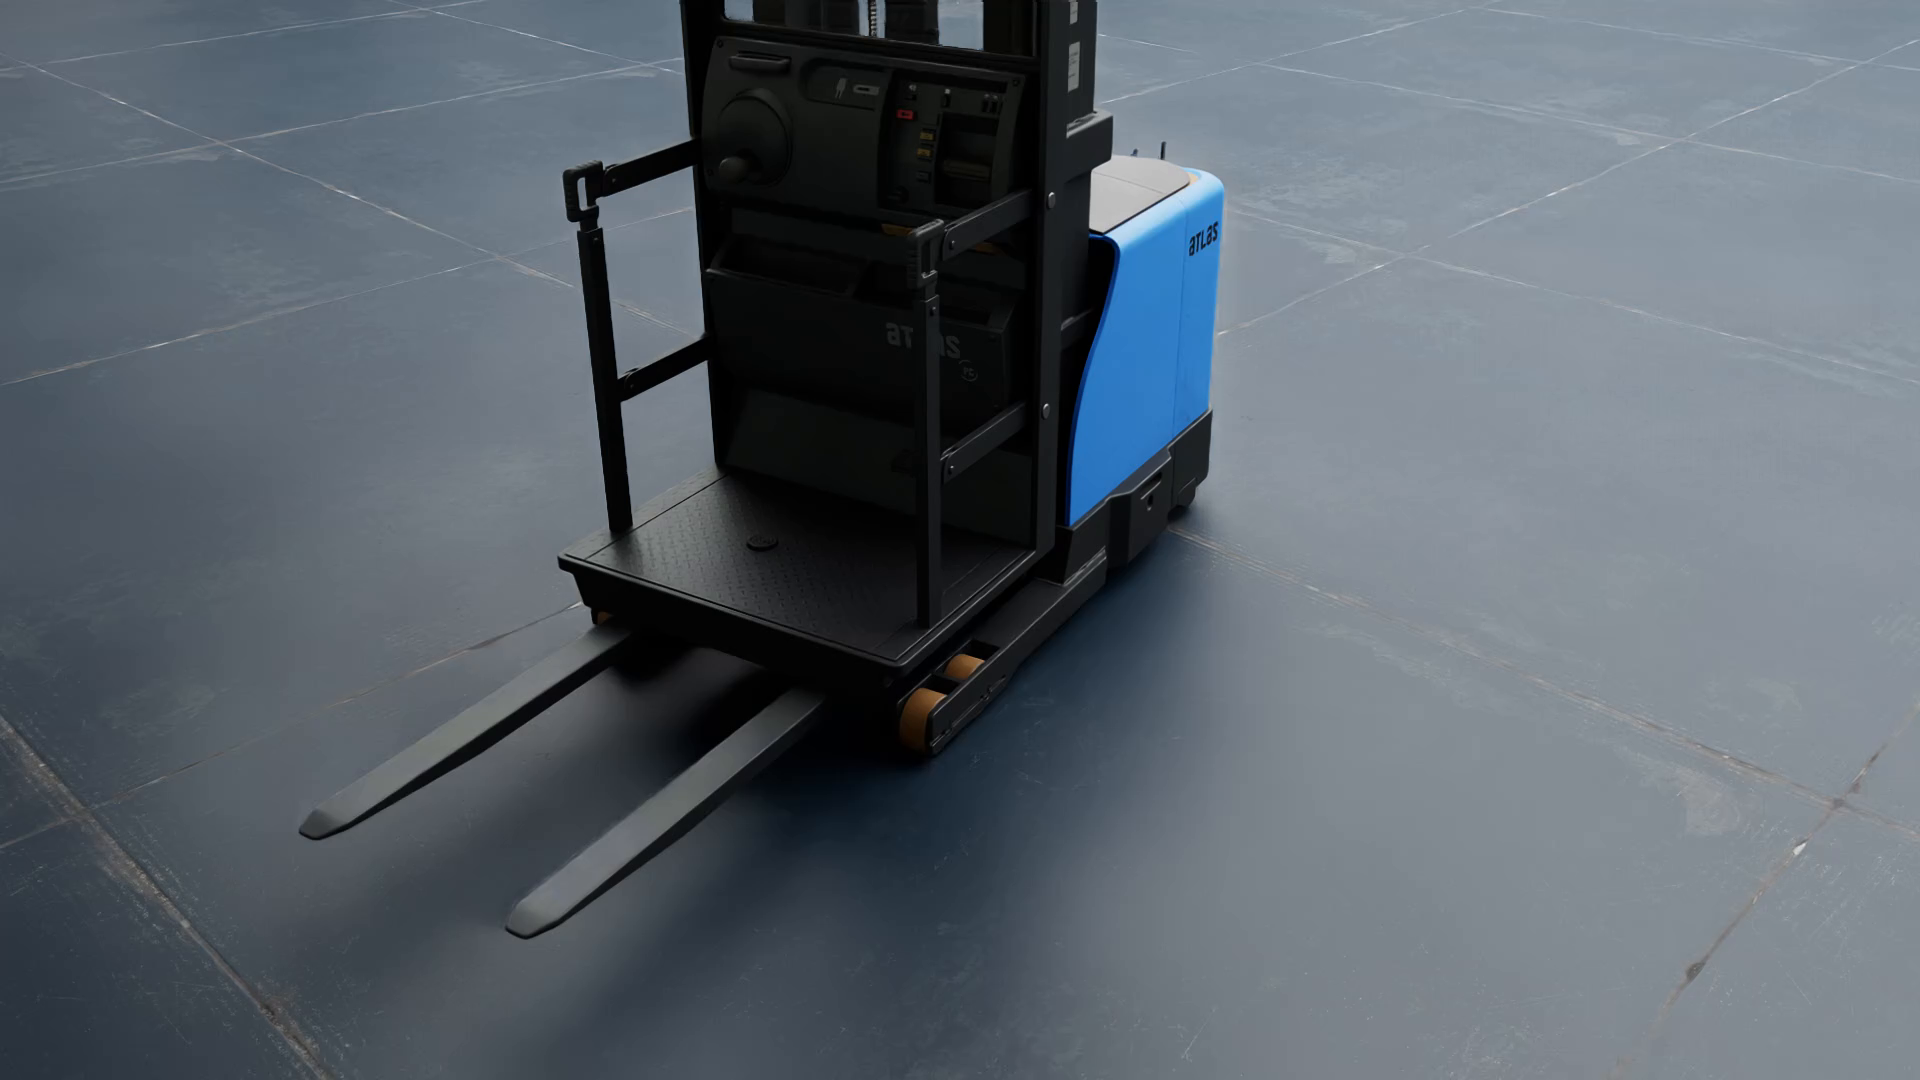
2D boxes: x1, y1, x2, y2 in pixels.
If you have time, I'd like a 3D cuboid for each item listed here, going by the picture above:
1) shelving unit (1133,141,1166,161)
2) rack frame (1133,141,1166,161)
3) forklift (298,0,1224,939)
[{"bbox_3d":[0.500,-0.846,5.715,0.252,1.050,0.215,19,29,32],"label":"shelving unit"},{"bbox_3d":[0.598,-0.812,5.651,0.008,1.050,0.200,19,29,32],"label":"rack frame"},{"bbox_3d":[-0.365,-0.999,4.000,1.130,2.935,3.031,16,31,27],"label":"forklift"}]
